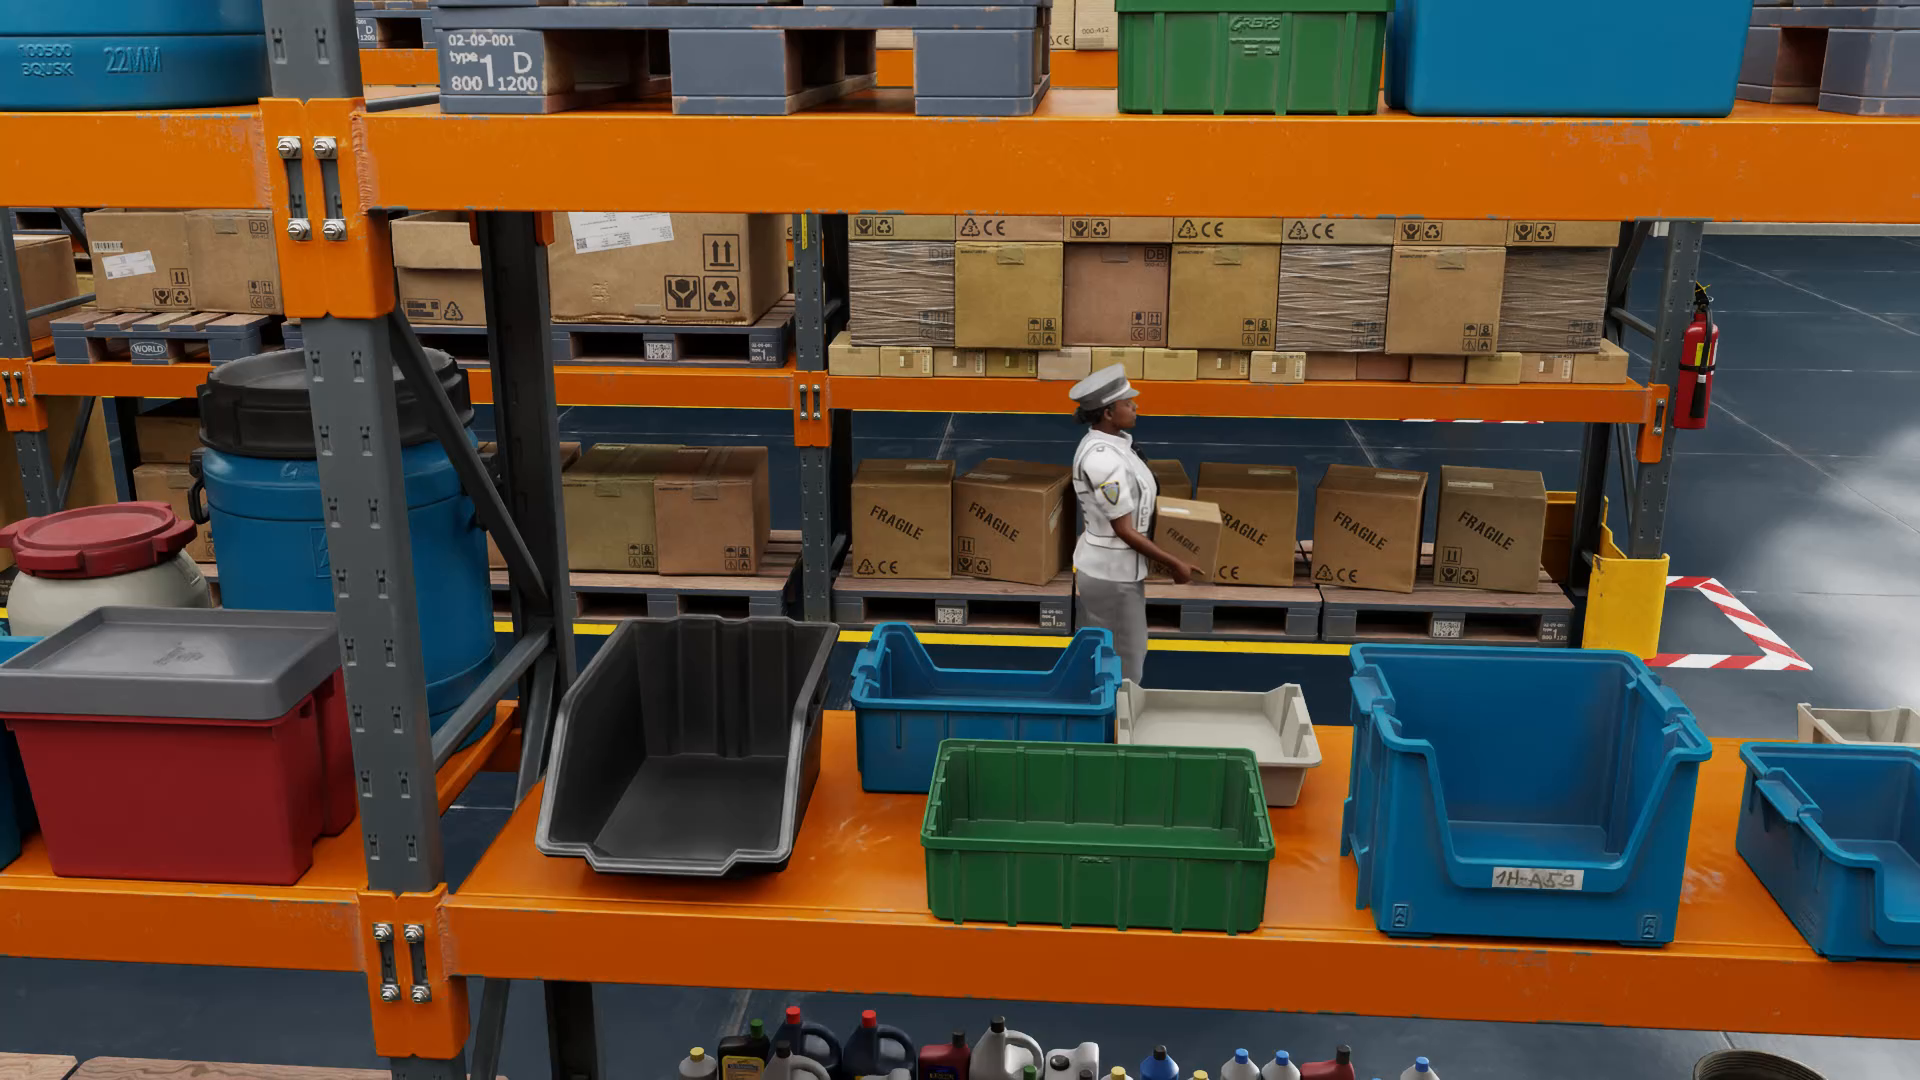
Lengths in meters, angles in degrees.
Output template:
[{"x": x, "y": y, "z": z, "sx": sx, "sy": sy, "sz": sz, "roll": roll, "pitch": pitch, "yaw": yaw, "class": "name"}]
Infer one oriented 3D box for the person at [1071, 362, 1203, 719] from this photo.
[{"x": 0.687, "y": 0.134, "z": 6.577, "sx": 0.525, "sy": 1.691, "sz": 0.455, "roll": 1, "pitch": 18, "yaw": 4, "class": "person"}]
